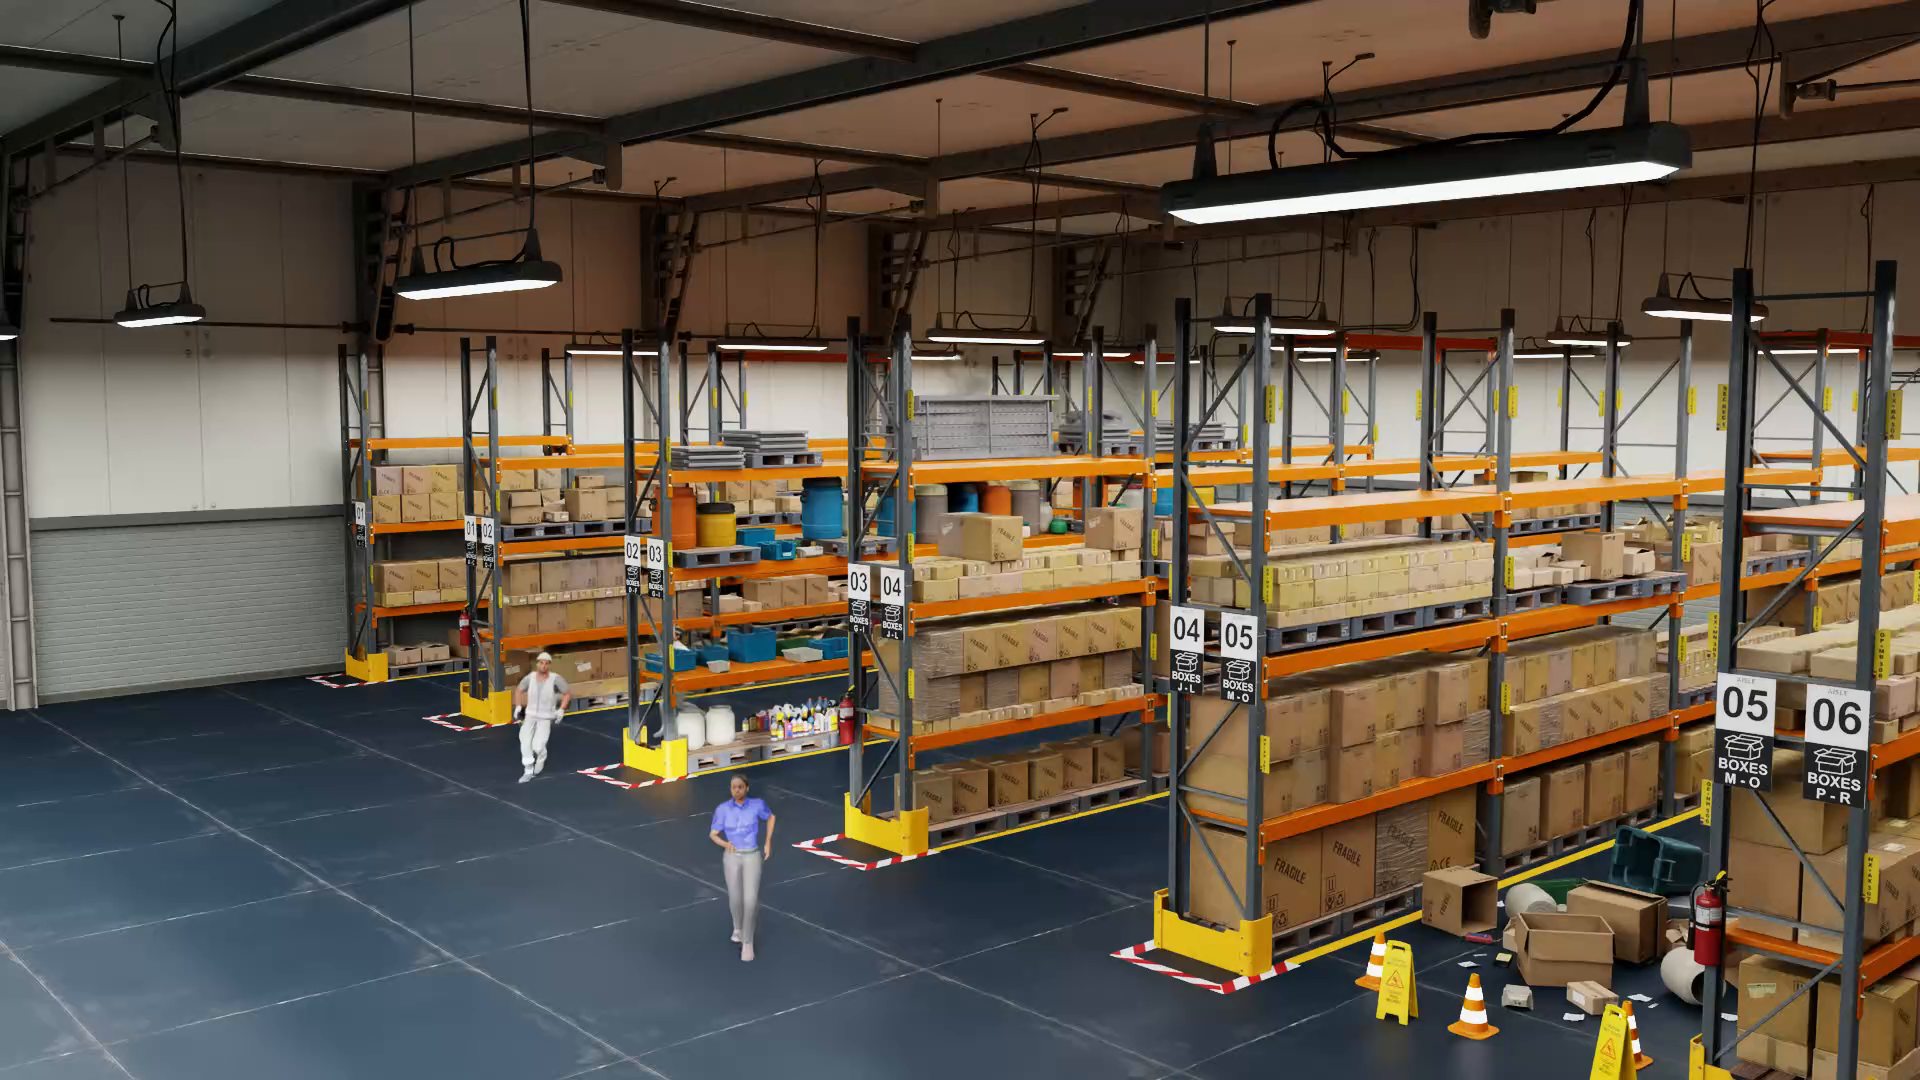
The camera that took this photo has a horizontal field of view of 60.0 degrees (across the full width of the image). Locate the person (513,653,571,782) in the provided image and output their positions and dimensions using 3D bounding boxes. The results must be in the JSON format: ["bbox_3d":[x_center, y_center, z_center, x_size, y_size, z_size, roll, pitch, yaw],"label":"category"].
[{"bbox_3d":[-5.548,2.346,21.972,0.716,1.730,0.538,0,5,4],"label":"person"}]

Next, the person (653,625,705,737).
[{"bbox_3d":[-4.257,2.085,24.957,0.642,1.671,0.857,5,7,44],"label":"person"}]

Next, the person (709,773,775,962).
[{"bbox_3d":[-2.007,2.988,15.310,0.576,1.705,0.726,0,5,0],"label":"person"}]
